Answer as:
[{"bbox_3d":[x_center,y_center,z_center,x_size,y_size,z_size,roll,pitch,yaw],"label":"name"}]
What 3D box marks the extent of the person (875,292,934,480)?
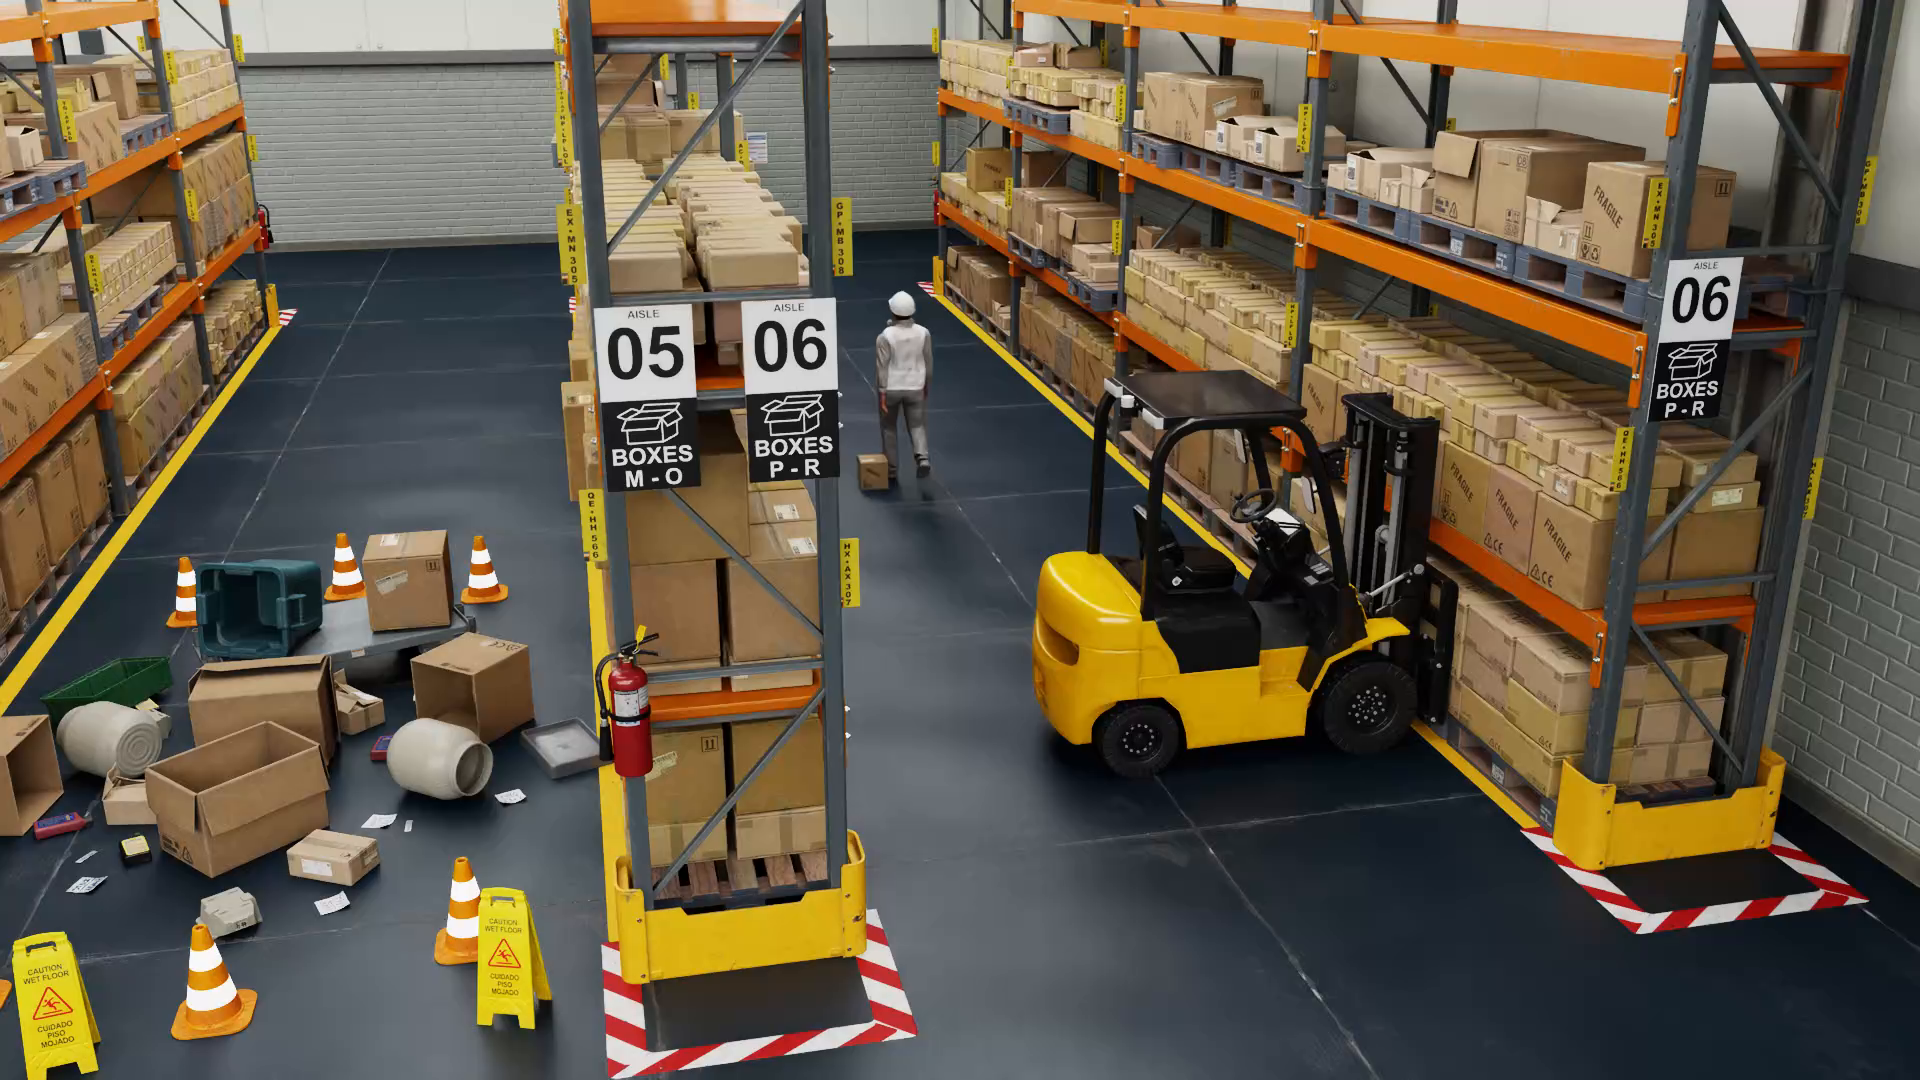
[{"bbox_3d":[-0.493,-1.355,14.853,0.540,1.745,0.830,-6,20,-16],"label":"person"}]
